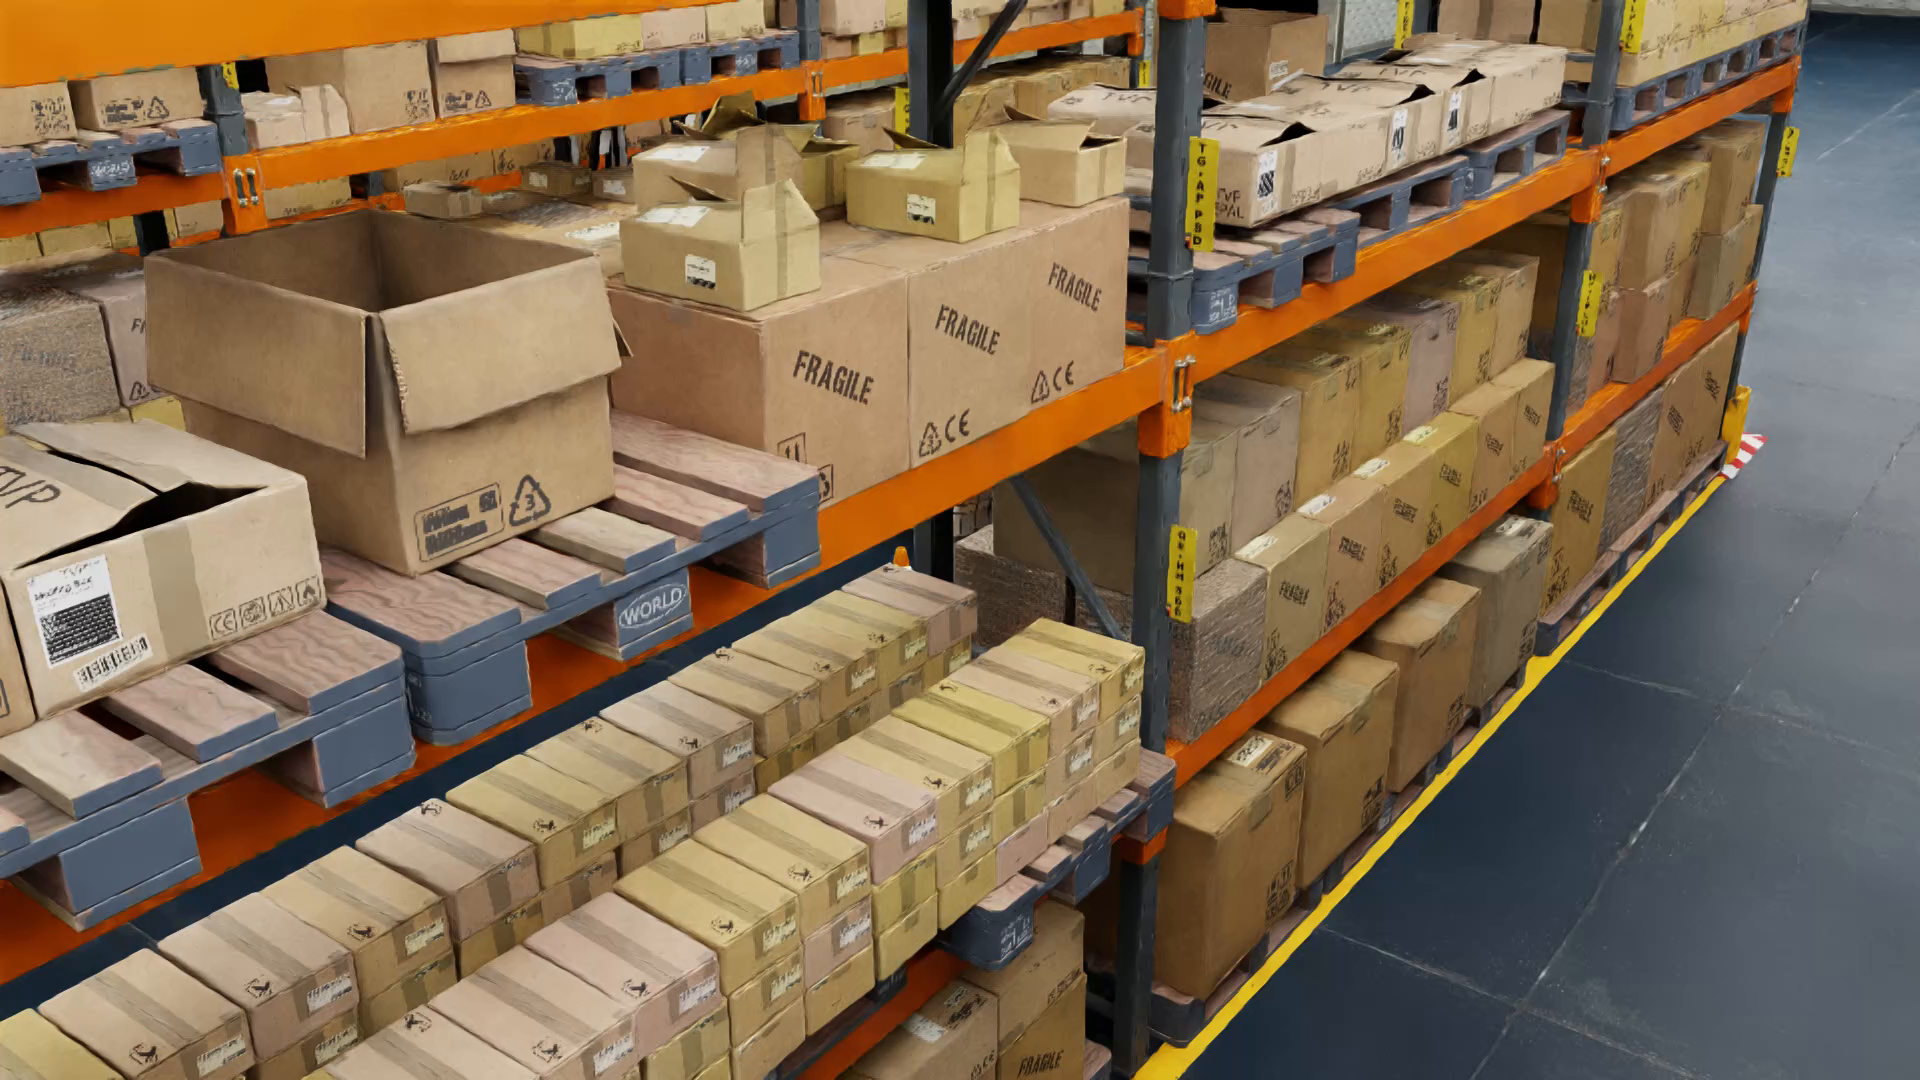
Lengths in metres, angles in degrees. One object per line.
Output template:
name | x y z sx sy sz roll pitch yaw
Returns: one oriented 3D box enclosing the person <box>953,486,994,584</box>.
person | 0.005 -0.026 8.598 0.541 1.669 0.631 21 31 39
